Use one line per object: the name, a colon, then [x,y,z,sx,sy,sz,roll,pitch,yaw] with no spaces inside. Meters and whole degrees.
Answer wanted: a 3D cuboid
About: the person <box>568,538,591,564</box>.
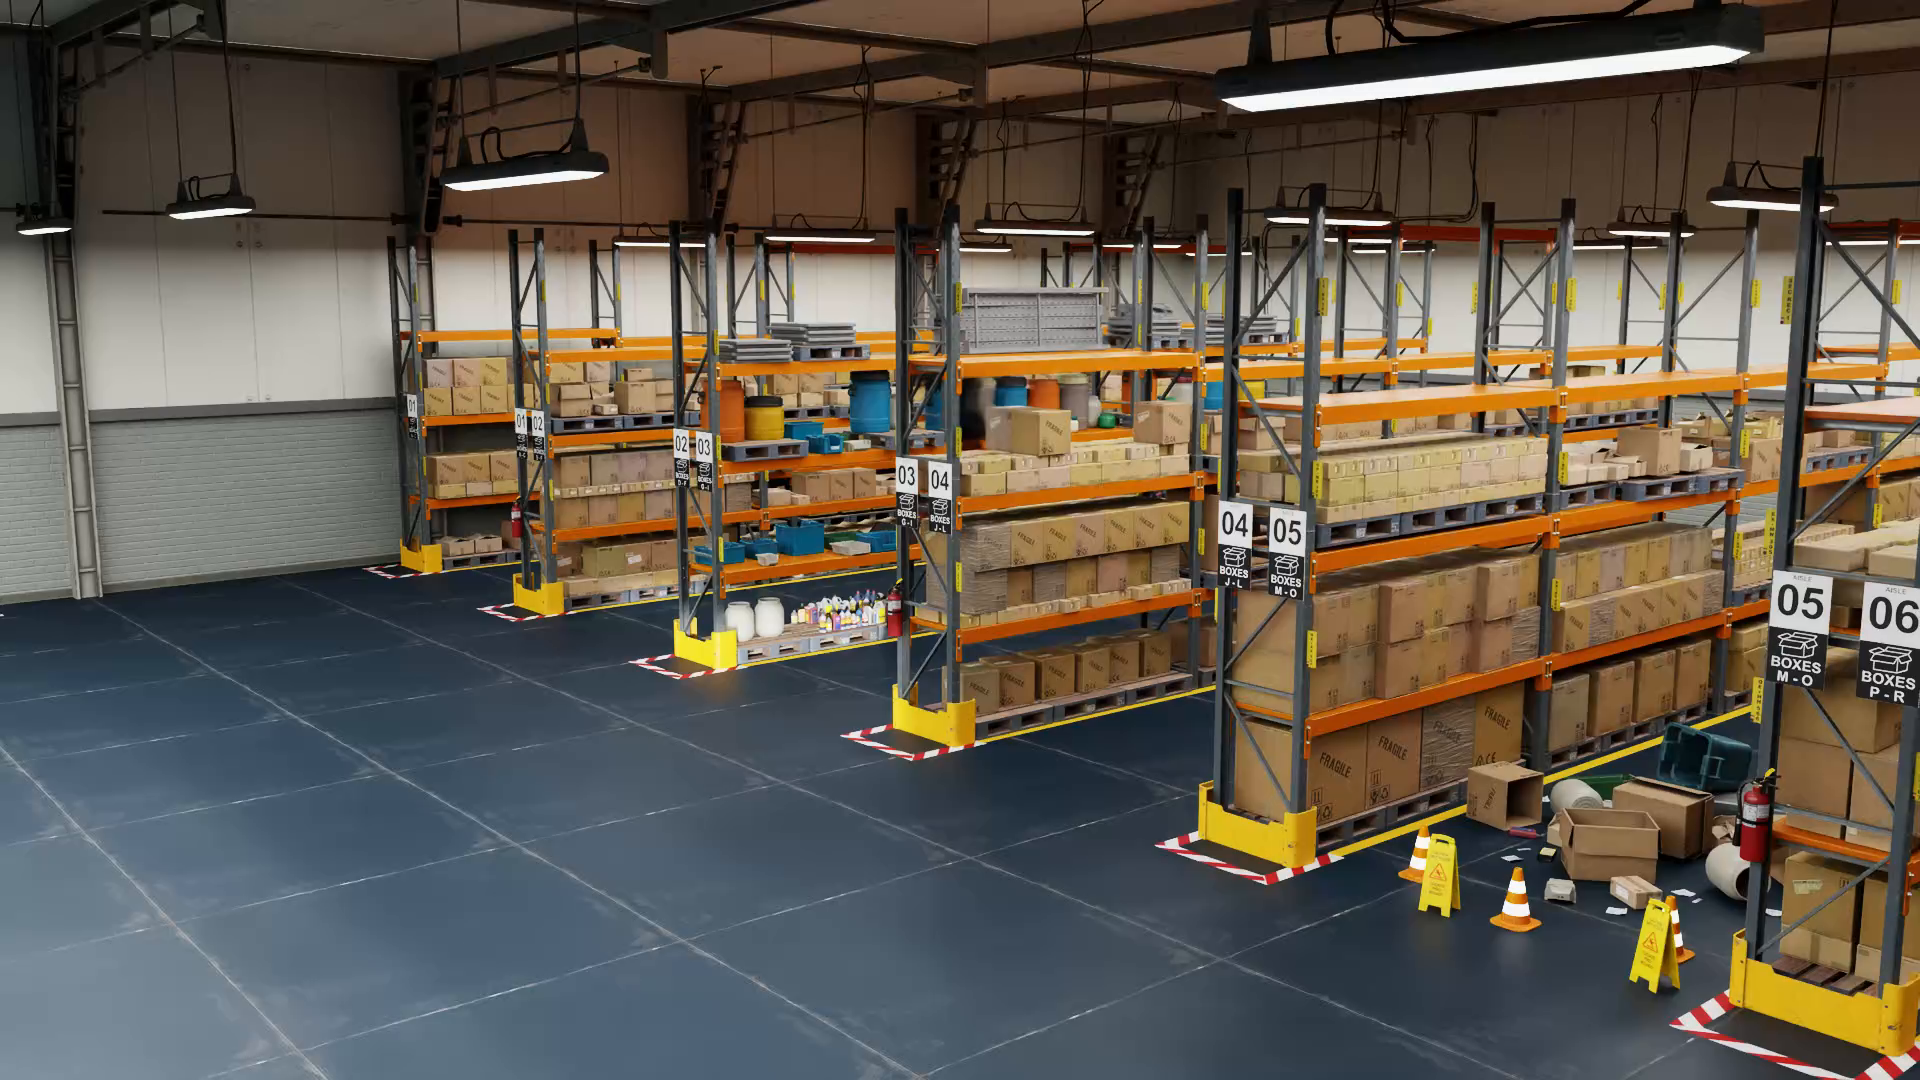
person: [-6.504,-0.103,28.689,0.712,1.745,0.835,7,11,39]
